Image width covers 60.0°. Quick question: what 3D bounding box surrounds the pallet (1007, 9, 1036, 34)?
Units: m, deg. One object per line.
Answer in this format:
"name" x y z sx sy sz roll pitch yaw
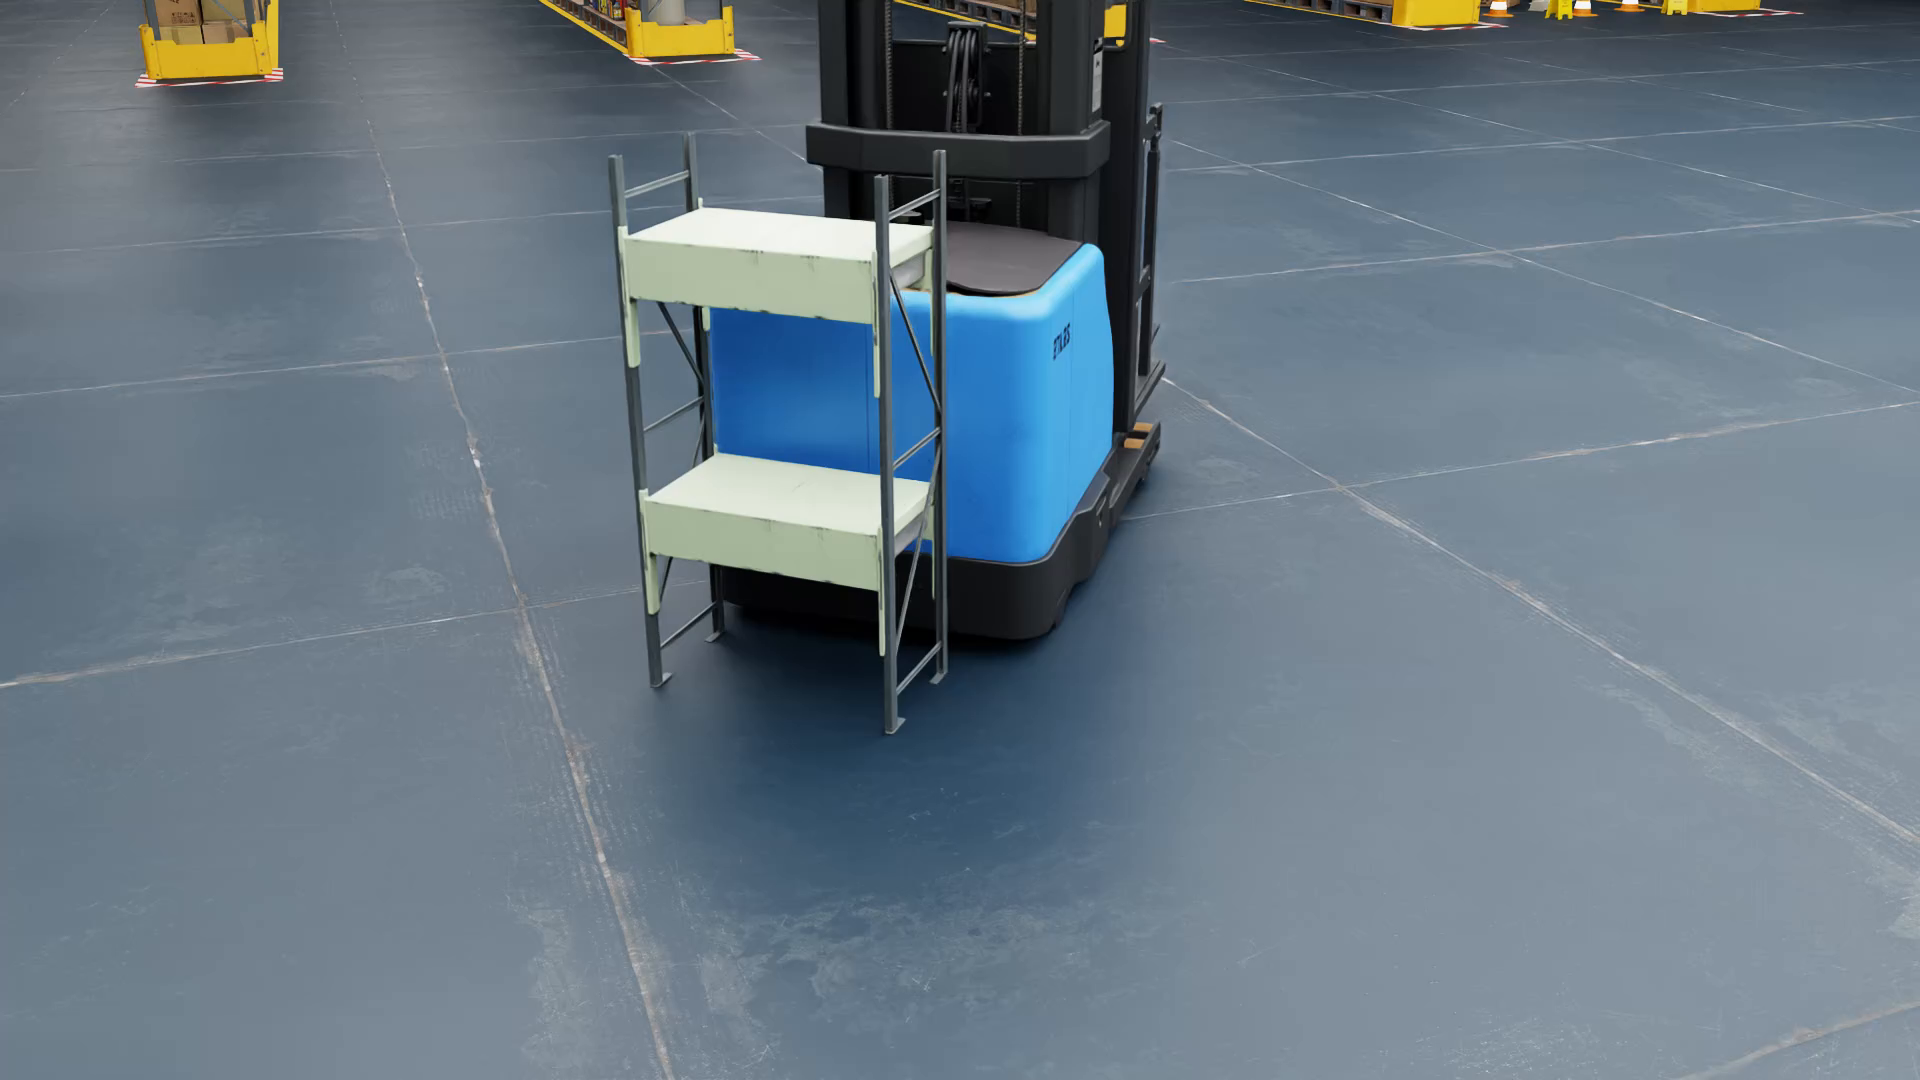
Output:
"pallet" 1.278 -6.578 21.085 1.003 0.211 1.213 -8 24 -19

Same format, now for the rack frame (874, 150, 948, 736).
"rack frame" -0.119 -0.235 4.376 0.023 1.500 0.400 9 24 20

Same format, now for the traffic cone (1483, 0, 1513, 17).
"traffic cone" 7.376 -7.398 22.707 0.336 0.463 0.334 -8 24 -19

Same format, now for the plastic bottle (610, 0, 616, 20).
"plastic bottle" -4.192 -6.454 20.132 0.061 0.283 0.133 -8 24 -18

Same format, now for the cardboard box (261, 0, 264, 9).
"cardboard box" -9.213 -6.924 21.315 0.500 0.250 0.500 -8 24 -18

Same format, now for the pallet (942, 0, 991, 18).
"pallet" 0.416 -7.465 23.189 1.003 0.211 1.213 -8 24 -19

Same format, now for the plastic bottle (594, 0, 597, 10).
"plastic bottle" -4.591 -6.941 21.200 0.144 0.351 0.185 -8 24 -18

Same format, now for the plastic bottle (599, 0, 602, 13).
"plastic bottle" -4.505 -6.776 20.895 0.061 0.283 0.133 -7 24 -17

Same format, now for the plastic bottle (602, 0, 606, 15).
"plastic bottle" -4.374 -6.718 20.671 0.144 0.351 0.185 -9 24 -19

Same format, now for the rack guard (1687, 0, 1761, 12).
"rack guard" 10.803 -7.771 23.543 1.175 0.500 0.348 -8 24 -19

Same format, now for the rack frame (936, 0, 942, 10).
"rack frame" 0.146 -8.989 23.215 1.000 3.000 0.127 -8 24 -19

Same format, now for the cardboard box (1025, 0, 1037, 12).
"cardboard box" 1.111 -7.019 21.218 0.500 0.500 0.500 -2 23 -5

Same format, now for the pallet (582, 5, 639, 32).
"pallet" -4.290 -6.775 21.551 1.003 0.211 1.213 -8 24 -19

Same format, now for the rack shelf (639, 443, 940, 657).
"rack shelf" -0.460 0.013 4.626 0.720 0.370 0.431 9 24 20

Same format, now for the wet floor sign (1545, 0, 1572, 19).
"wet floor sign" 8.097 -7.356 22.371 0.267 0.644 0.232 -13 26 -28

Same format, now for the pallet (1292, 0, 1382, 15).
"pallet" 5.452 -7.617 23.549 1.003 0.211 1.213 -8 24 -19

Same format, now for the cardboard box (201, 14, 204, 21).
"cardboard box" -8.542 -5.620 18.221 0.500 0.250 0.500 -8 24 -19

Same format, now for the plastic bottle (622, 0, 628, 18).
"plastic bottle" -4.098 -6.524 20.298 0.061 0.283 0.133 -8 24 -19

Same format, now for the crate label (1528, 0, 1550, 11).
"crate label" 8.217 -7.557 23.502 0.298 0.136 0.250 18 29 36

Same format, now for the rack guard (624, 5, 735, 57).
"rack guard" -3.146 -5.725 18.690 1.175 0.500 0.348 -8 24 -19

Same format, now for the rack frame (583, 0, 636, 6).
"rack frame" -4.488 -8.309 21.602 1.000 3.000 0.127 -8 24 -19

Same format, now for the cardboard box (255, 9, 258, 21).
"cardboard box" -8.220 -5.875 18.826 0.500 0.250 0.500 -8 24 -19

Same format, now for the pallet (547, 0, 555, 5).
"pallet" -5.664 -8.191 24.912 1.003 0.211 1.213 -8 24 -19

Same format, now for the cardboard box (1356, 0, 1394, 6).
"cardboard box" 5.933 -7.631 22.188 0.875 0.875 0.875 -8 24 -19

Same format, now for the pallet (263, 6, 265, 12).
"pallet" -10.282 -7.495 23.261 1.003 0.211 1.213 -8 24 -19

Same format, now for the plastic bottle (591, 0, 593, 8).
"plastic bottle" -4.714 -6.973 21.468 0.097 0.201 0.097 0 23 0

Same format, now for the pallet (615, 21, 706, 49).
"pallet" -3.428 -5.888 19.448 1.003 0.211 1.213 -8 24 -19

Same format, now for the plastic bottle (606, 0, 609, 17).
"plastic bottle" -4.246 -6.556 20.384 0.152 0.276 0.135 -9 24 -20

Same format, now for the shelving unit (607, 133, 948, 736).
"shelving unit" -0.460 -0.287 4.500 0.755 1.500 0.431 9 24 20

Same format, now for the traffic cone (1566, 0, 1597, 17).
"traffic cone" 8.553 -7.430 22.781 0.336 0.463 0.334 -8 24 -19

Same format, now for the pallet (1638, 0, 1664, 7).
"pallet" 10.549 -7.938 24.311 1.003 0.211 1.213 -8 24 -19

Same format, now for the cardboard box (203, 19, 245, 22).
"cardboard box" -7.872 -5.511 17.962 0.500 0.250 0.500 -8 24 -19

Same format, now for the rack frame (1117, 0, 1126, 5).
"rack frame" 1.559 -7.535 19.766 1.000 3.000 0.127 -8 24 -19

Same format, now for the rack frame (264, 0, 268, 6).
"rack frame" -10.536 -9.084 23.441 1.000 3.000 0.127 -8 24 -19

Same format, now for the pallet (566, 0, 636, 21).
"pallet" -4.802 -7.304 22.808 1.003 0.211 1.213 -8 24 -19

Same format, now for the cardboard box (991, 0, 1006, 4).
"cardboard box" 0.752 -7.458 22.260 0.500 0.500 0.500 -11 25 -24

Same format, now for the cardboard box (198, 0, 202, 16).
"cardboard box" -8.545 -5.965 18.074 0.500 0.500 0.500 -8 24 -19

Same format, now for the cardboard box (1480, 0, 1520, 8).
"cardboard box" 7.841 -8.036 24.167 0.637 0.503 0.797 12 26 27

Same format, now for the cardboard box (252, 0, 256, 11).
"cardboard box" -8.219 -6.220 18.680 0.500 0.500 0.500 -8 24 -19

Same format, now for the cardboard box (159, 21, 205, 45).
"cardboard box" -8.176 -5.258 17.363 0.500 0.250 0.500 -8 24 -19

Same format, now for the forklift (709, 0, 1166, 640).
"forklift" 0.152 -1.603 5.779 1.130 2.935 3.031 6 24 15
